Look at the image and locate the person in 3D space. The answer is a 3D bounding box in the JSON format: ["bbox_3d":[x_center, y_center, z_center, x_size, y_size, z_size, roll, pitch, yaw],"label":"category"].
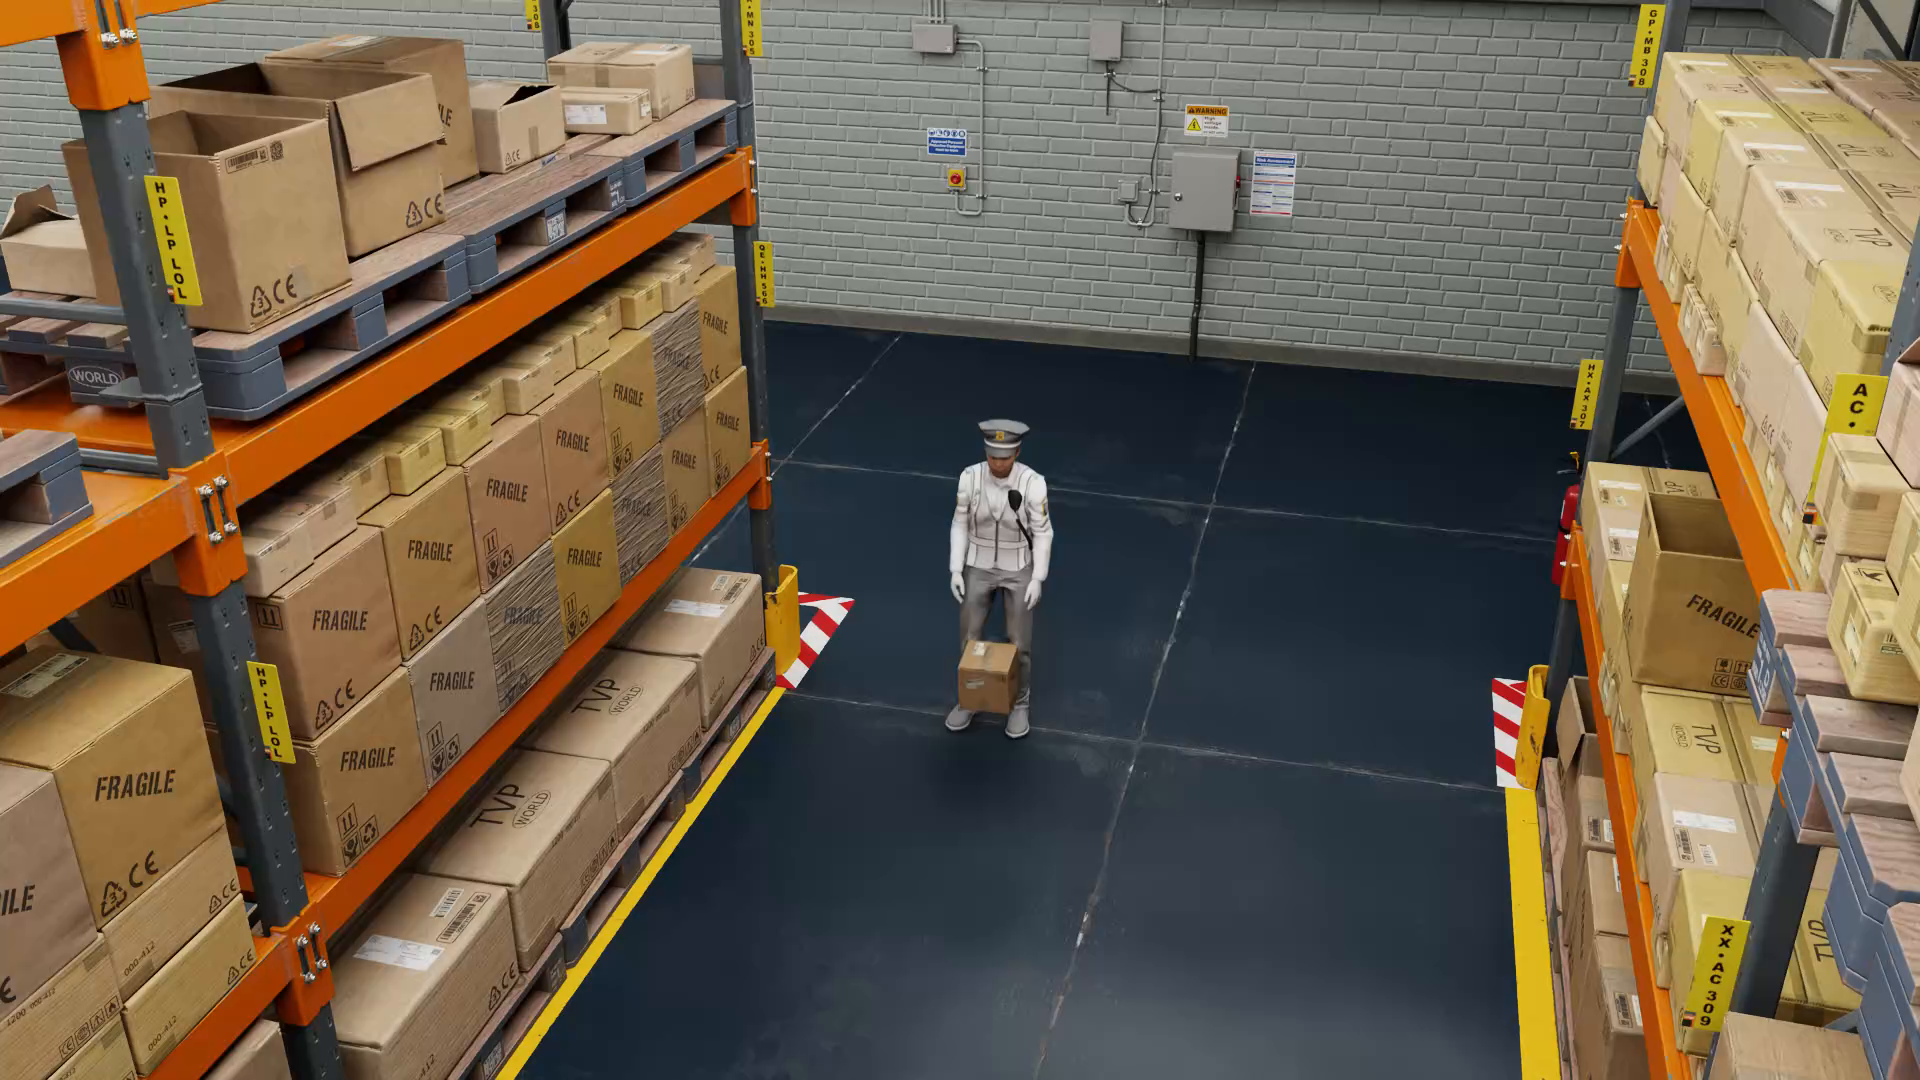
[{"bbox_3d":[0.197,0.174,8.234,0.510,1.669,0.359,6,26,12],"label":"person"}]
